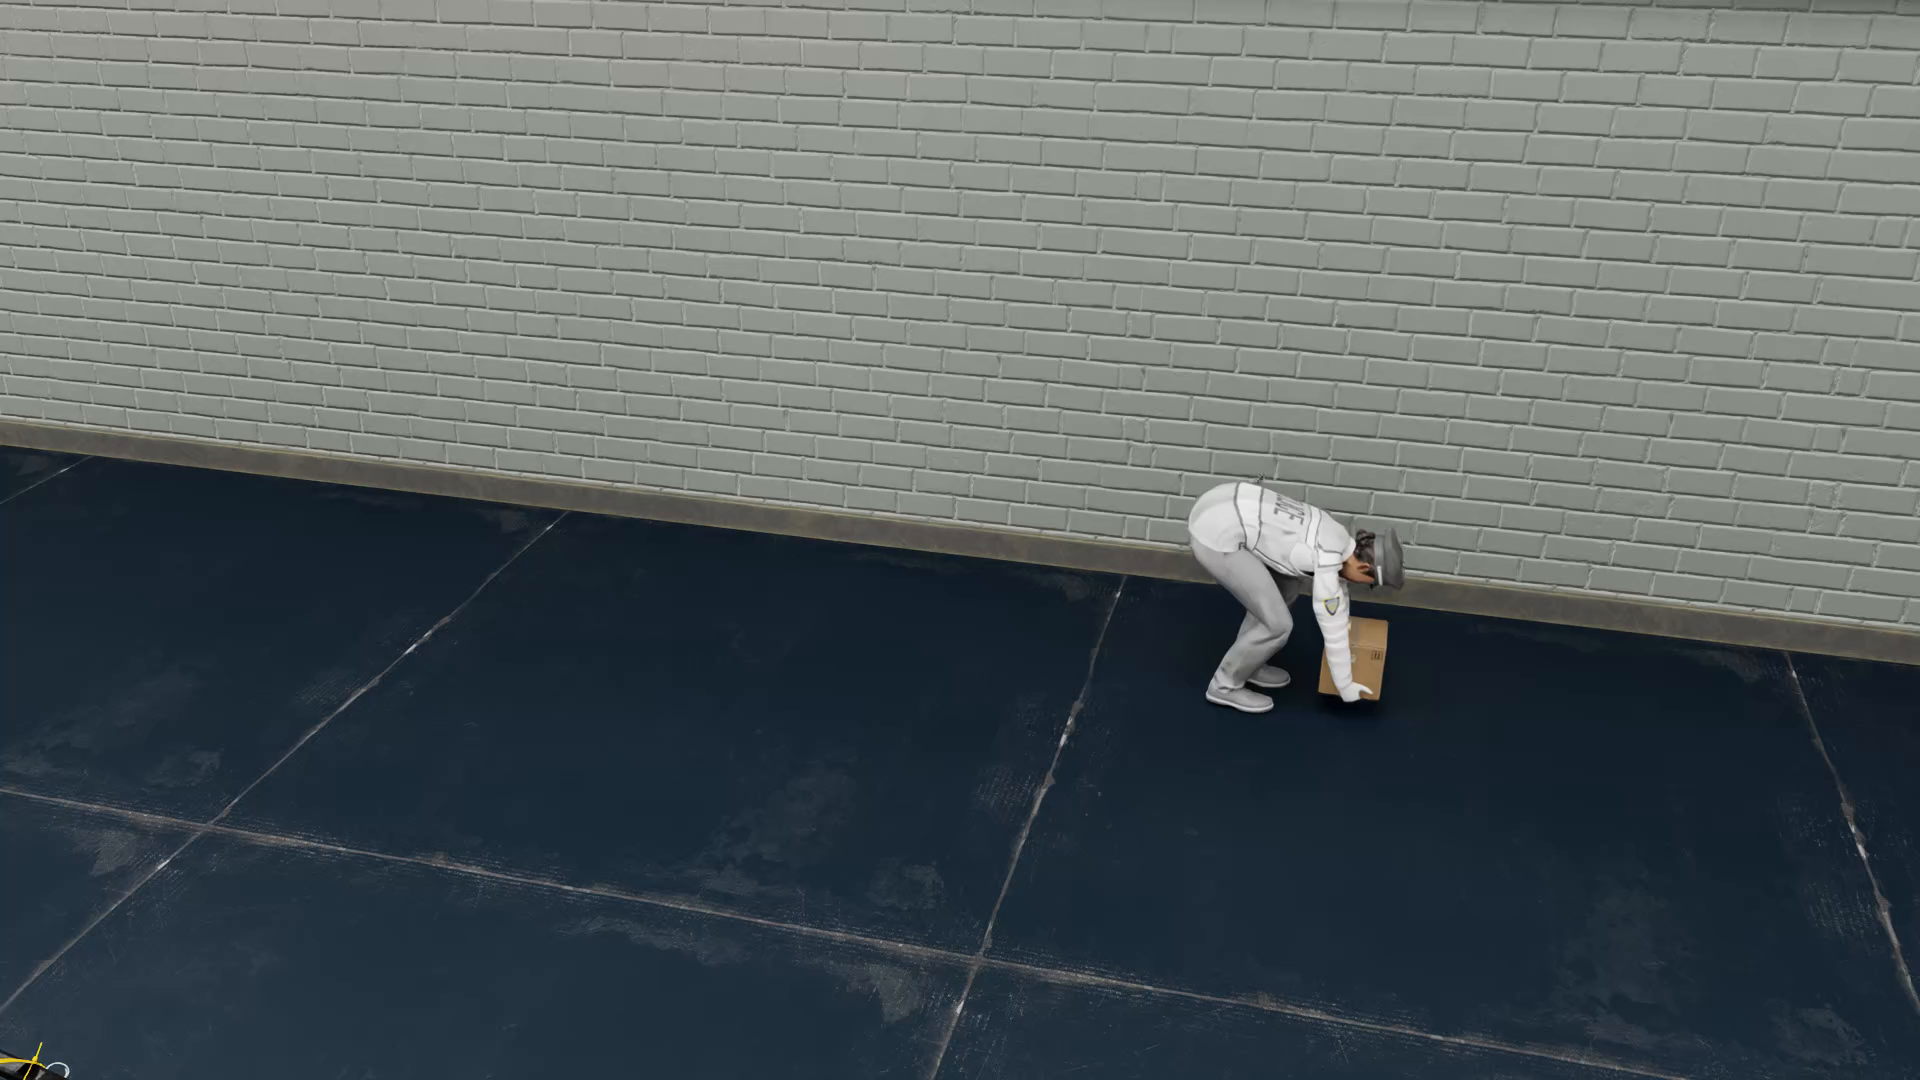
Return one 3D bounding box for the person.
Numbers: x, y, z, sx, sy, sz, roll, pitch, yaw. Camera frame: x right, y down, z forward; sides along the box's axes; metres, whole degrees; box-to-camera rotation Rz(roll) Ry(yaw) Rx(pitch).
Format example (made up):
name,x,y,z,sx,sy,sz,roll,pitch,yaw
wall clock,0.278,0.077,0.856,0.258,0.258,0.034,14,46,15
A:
name,x,y,z,sx,sy,sz,roll,pitch,yaw
person,1.381,0.245,6.931,0.891,0.947,0.437,5,26,11
